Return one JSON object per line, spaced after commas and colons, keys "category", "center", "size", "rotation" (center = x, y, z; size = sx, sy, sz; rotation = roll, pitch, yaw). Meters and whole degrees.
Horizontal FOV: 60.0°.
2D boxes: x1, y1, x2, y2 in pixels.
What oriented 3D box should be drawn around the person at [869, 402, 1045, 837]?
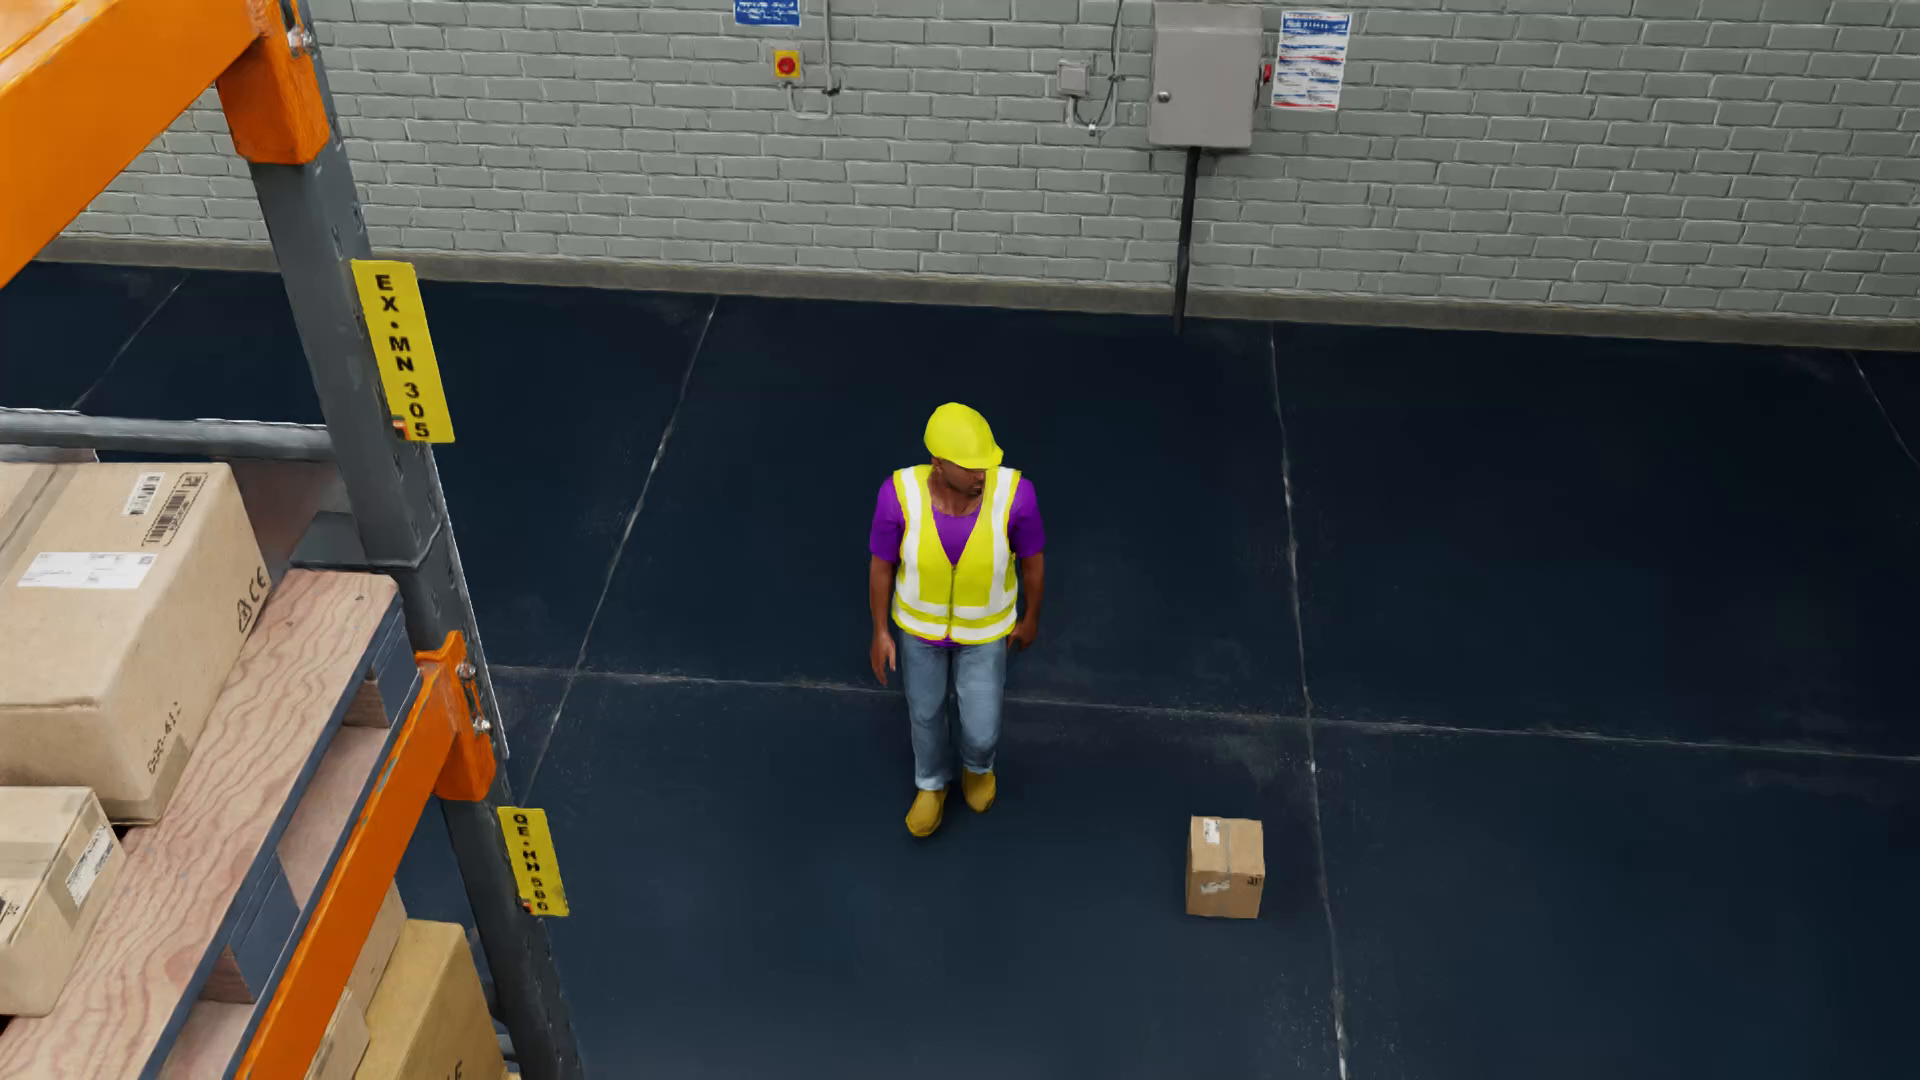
{"category": "person", "center": [-0.017, 0.322, 5.747], "size": [0.596, 1.811, 0.449], "rotation": [5, 40, 5]}
